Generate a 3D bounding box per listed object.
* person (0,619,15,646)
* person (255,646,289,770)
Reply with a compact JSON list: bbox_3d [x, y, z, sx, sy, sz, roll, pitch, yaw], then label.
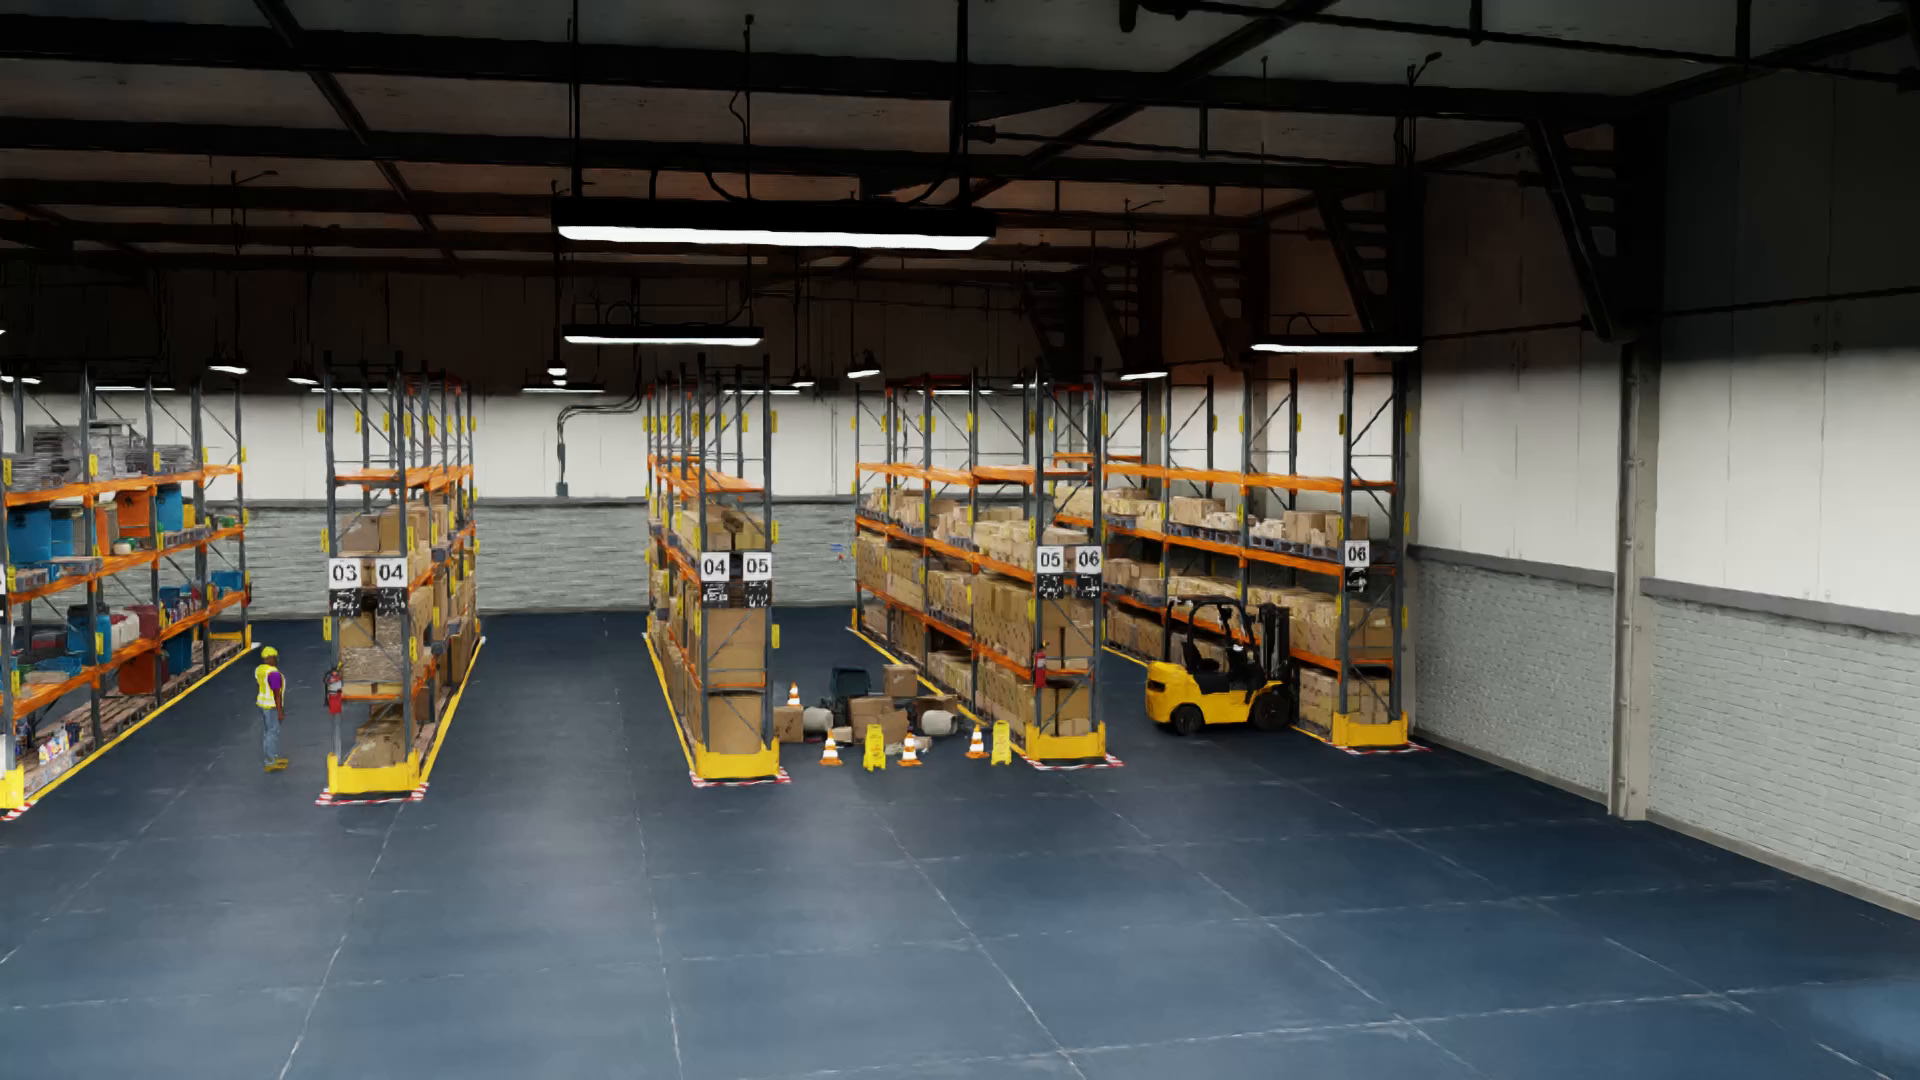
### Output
[{"bbox_3d":[-18.785,1.916,32.577,0.478,1.625,0.997,-1,4,-14],"label":"person"},{"bbox_3d":[-9.973,2.419,24.189,0.452,1.768,0.632,-4,5,-44],"label":"person"}]
